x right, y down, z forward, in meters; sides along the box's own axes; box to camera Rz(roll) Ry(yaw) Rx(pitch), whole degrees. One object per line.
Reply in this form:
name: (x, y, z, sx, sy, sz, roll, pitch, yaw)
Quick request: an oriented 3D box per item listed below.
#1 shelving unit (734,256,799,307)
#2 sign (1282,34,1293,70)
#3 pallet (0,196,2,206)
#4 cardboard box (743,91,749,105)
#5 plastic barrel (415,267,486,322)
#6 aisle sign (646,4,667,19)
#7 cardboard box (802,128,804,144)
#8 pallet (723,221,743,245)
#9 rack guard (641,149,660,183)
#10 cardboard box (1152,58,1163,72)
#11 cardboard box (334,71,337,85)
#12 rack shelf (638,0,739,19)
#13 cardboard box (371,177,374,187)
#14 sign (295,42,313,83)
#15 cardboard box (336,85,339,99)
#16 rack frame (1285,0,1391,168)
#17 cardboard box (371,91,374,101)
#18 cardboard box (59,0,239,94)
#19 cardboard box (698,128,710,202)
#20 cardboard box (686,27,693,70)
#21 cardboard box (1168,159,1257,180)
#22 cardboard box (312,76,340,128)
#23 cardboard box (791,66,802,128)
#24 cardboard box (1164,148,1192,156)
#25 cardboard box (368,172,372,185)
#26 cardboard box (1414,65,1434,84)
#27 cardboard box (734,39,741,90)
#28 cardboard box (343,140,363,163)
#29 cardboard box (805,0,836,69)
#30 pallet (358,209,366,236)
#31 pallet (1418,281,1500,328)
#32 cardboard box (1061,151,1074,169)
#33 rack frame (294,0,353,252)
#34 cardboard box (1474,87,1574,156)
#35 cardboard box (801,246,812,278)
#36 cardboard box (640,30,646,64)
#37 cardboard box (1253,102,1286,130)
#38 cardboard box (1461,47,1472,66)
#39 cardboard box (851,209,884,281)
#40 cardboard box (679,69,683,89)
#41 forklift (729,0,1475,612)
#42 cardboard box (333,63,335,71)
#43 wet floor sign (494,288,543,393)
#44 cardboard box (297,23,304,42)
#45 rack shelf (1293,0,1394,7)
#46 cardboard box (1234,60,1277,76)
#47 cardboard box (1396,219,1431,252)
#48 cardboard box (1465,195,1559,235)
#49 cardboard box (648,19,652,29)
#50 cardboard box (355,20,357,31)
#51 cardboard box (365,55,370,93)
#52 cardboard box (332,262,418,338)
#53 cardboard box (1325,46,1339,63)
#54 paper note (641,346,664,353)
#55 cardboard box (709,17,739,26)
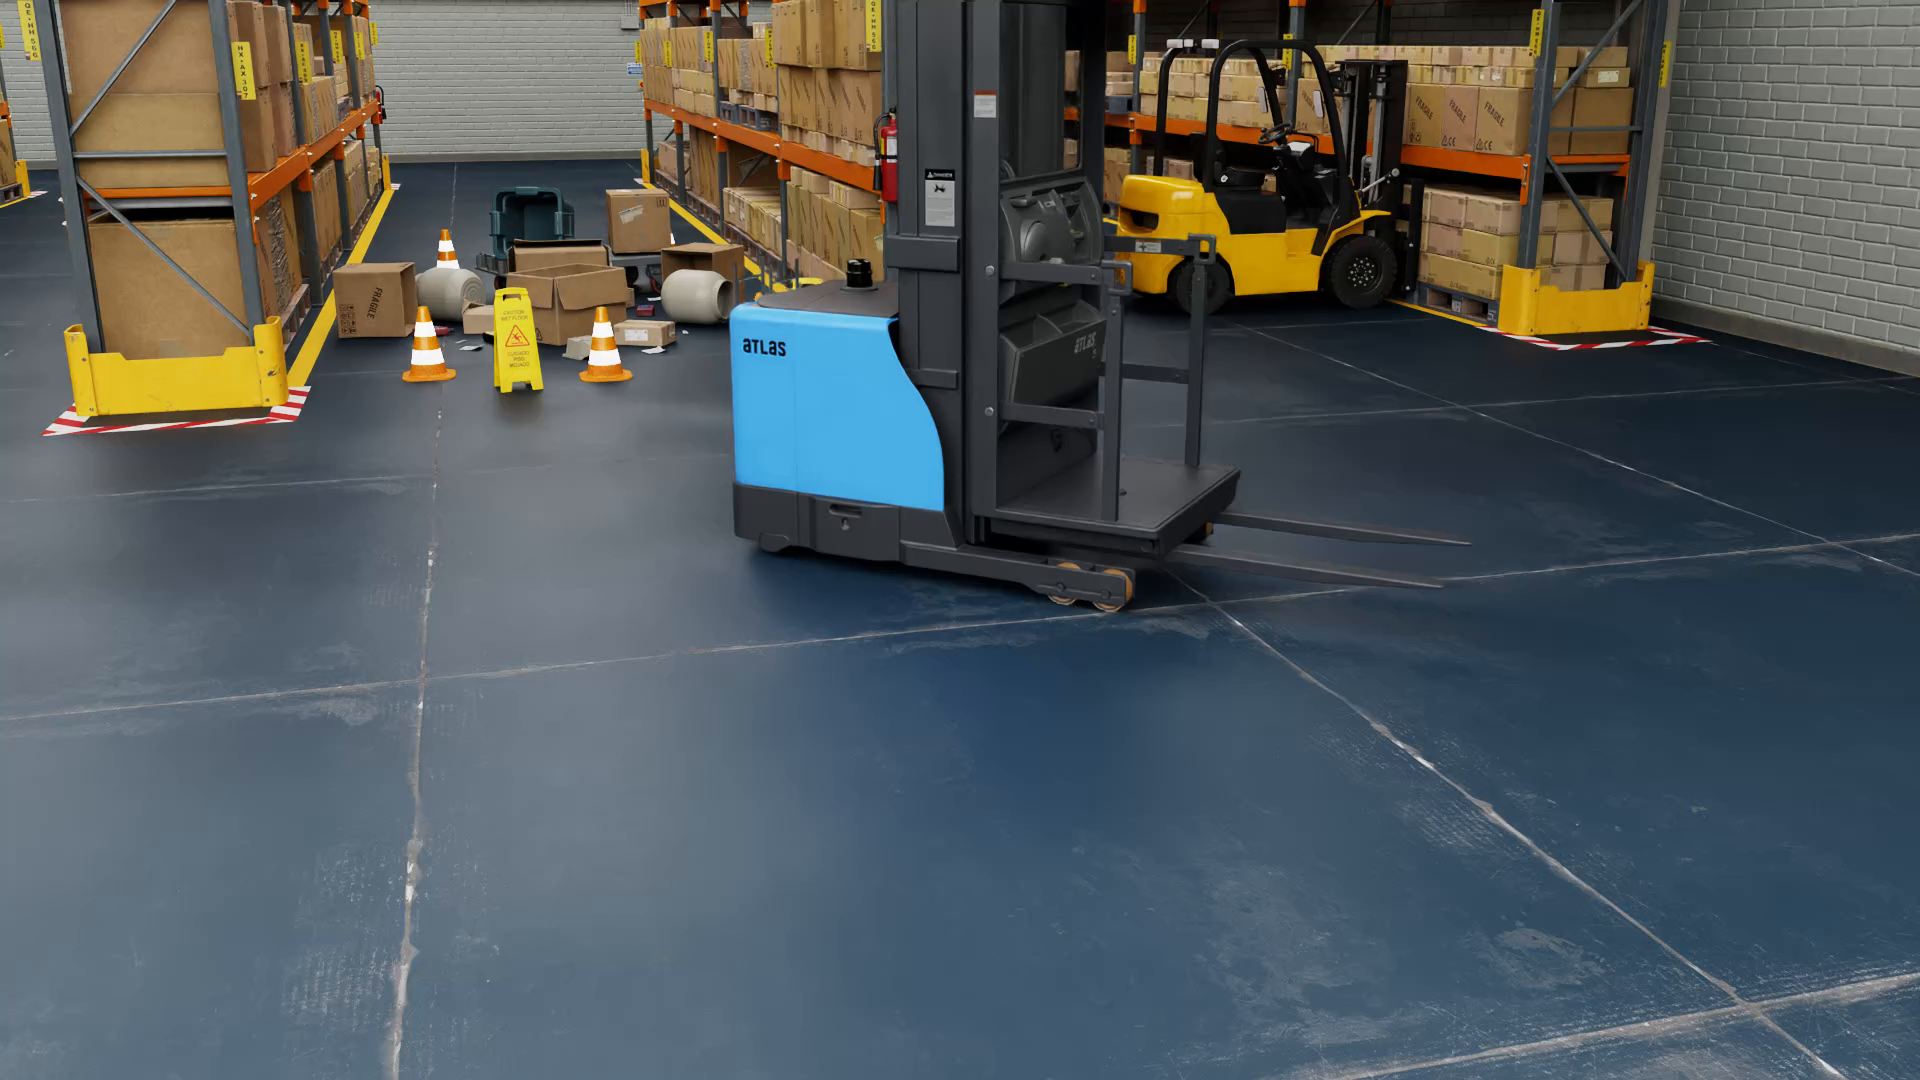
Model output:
shelving unit: (-0.869, -0.680, 7.630, 0.189, 1.200, 0.258, 8, 19, 25)
sign: (3.129, -4.659, 15.872, 0.100, 0.325, 0.005, -5, 17, -15)
pallet: (-13.323, -4.443, 21.875, 1.003, 0.211, 1.213, -5, 17, -15)
cardboard box: (-2.039, -4.578, 17.187, 0.380, 0.149, 0.250, -4, 17, -12)
plastic barrel: (-4.068, -1.949, 13.203, 0.512, 0.421, 0.421, 7, 18, 23)
aisle sign: (-4.720, -8.356, 25.535, 0.394, 0.787, 0.004, -5, 17, -15)
cardboard box: (-1.124, -3.425, 14.075, 0.380, 0.149, 0.250, -5, 17, -16)
pallet: (-2.009, -3.349, 18.234, 1.003, 0.211, 1.213, -5, 17, -15)
rack guard: (-4.428, -5.923, 26.301, 1.175, 0.500, 0.348, -5, 17, -15)
cardboard box: (2.428, -5.467, 19.138, 0.380, 0.149, 0.250, -4, 17, -14)
cardboard box: (-7.249, -5.210, 18.773, 0.380, 0.149, 0.250, -5, 17, -16)
rack shelf: (-3.872, -7.652, 23.750, 1.077, 0.370, 4.000, -5, 17, -15)
cardboard box: (-8.240, -4.905, 22.794, 0.380, 0.149, 0.250, -5, 17, -17)
sign: (-5.322, -3.872, 13.485, 0.100, 0.325, 0.005, -5, 17, -15)
cardboard box: (-7.249, -5.068, 18.818, 0.380, 0.149, 0.250, -4, 17, -15)
rack frame: (3.648, -4.188, 16.179, 1.000, 3.000, 0.127, -5, 17, -15)
cardboard box: (-8.792, -6.506, 24.334, 0.380, 0.149, 0.250, -5, 17, -15)
cardboard box: (-4.821, -2.963, 9.965, 0.875, 0.550, 0.550, -5, 17, -15)
cardboard box: (-2.819, -4.776, 21.102, 0.875, 0.875, 0.875, -4, 17, -14)
cardboard box: (-3.027, -5.969, 20.199, 0.500, 0.500, 0.500, -5, 17, -16)
cardboard box: (2.894, -4.004, 18.966, 0.875, 0.625, 0.625, -4, 17, -13)
cardboard box: (-6.572, -4.426, 16.798, 0.500, 0.500, 0.500, -5, 17, -15)
cardboard box: (-1.110, -3.704, 13.877, 0.500, 0.500, 0.500, -5, 17, -15)
cardboard box: (2.705, -4.778, 20.631, 0.380, 0.149, 0.250, -4, 17, -12)
cardboard box: (-7.846, -4.692, 21.565, 0.380, 0.149, 0.250, -4, 17, -13)
cardboard box: (4.007, -3.866, 13.808, 0.380, 0.149, 0.250, -5, 17, -15)
cardboard box: (-2.019, -4.859, 16.995, 0.500, 0.500, 0.500, -4, 17, -14)
cardboard box: (-7.606, -4.765, 20.412, 0.500, 0.250, 0.500, -5, 17, -17)
cardboard box: (-0.745, -3.755, 12.308, 0.700, 0.500, 0.500, -5, 17, -16)
pallet: (-7.499, -3.699, 19.399, 1.003, 0.211, 1.213, -5, 17, -15)
pallet: (4.497, -1.954, 13.590, 1.003, 0.211, 1.213, -5, 17, -15)
cardboard box: (1.655, -4.968, 22.392, 0.500, 0.500, 0.500, -5, 17, -17)
rack frame: (-6.954, -4.481, 17.157, 1.000, 3.000, 0.127, -5, 17, -15)
cardboard box: (4.360, -3.244, 12.865, 0.500, 0.500, 0.500, -5, 17, -16)
cardboard box: (-1.063, -2.347, 14.101, 0.500, 0.250, 0.500, -4, 17, -12)
cardboard box: (-4.563, -7.485, 25.244, 0.500, 0.500, 0.500, -5, 17, -16)
cardboard box: (3.258, -4.235, 16.596, 0.500, 0.250, 0.500, -4, 17, -14)
cardboard box: (4.254, -3.875, 13.321, 0.380, 0.149, 0.250, -5, 17, -15)
cardboard box: (-0.495, -2.132, 12.082, 0.500, 0.500, 0.500, -5, 17, -15)
cardboard box: (-3.302, -5.889, 21.234, 0.500, 0.250, 0.500, -4, 17, -14)
forklift: (0.563, -1.296, 6.671, 3.031, 2.935, 1.130, 8, 19, 25)
cardboard box: (-7.258, -5.354, 18.733, 0.380, 0.149, 0.250, -4, 17, -14)
wet floor sign: (-2.844, -1.289, 10.623, 0.267, 0.644, 0.232, -8, 18, -25)
cardboard box: (-6.557, -4.602, 15.645, 0.700, 0.500, 0.500, -5, 17, -16)
rack shelf: (4.198, -4.727, 14.009, 1.077, 0.370, 4.000, -5, 17, -15)
cardboard box: (3.036, -4.827, 17.007, 0.380, 0.149, 0.250, -5, 18, -17)
cardboard box: (4.024, -2.596, 14.059, 0.500, 0.250, 0.500, -5, 17, -17)
cardboard box: (4.321, -2.547, 13.029, 0.500, 0.250, 0.500, -4, 17, -13)
cardboard box: (-4.398, -7.612, 24.538, 0.380, 0.149, 0.250, -5, 18, -17)
cardboard box: (-8.100, -6.543, 21.592, 0.500, 0.500, 0.500, -5, 18, -17)
cardboard box: (-8.370, -6.359, 22.718, 0.500, 0.500, 0.500, -4, 17, -12)
cardboard box: (-4.442, -1.831, 12.673, 0.500, 0.500, 0.500, -2, 17, -6)
cardboard box: (3.626, -4.513, 15.445, 0.380, 0.149, 0.250, -4, 17, -14)
paper note: (-2.198, -1.370, 11.960, 0.148, 0.019, 0.142, -12, 20, -34)
cardboard box: (-3.159, -6.952, 22.344, 0.380, 0.149, 0.250, -5, 17, -16)
